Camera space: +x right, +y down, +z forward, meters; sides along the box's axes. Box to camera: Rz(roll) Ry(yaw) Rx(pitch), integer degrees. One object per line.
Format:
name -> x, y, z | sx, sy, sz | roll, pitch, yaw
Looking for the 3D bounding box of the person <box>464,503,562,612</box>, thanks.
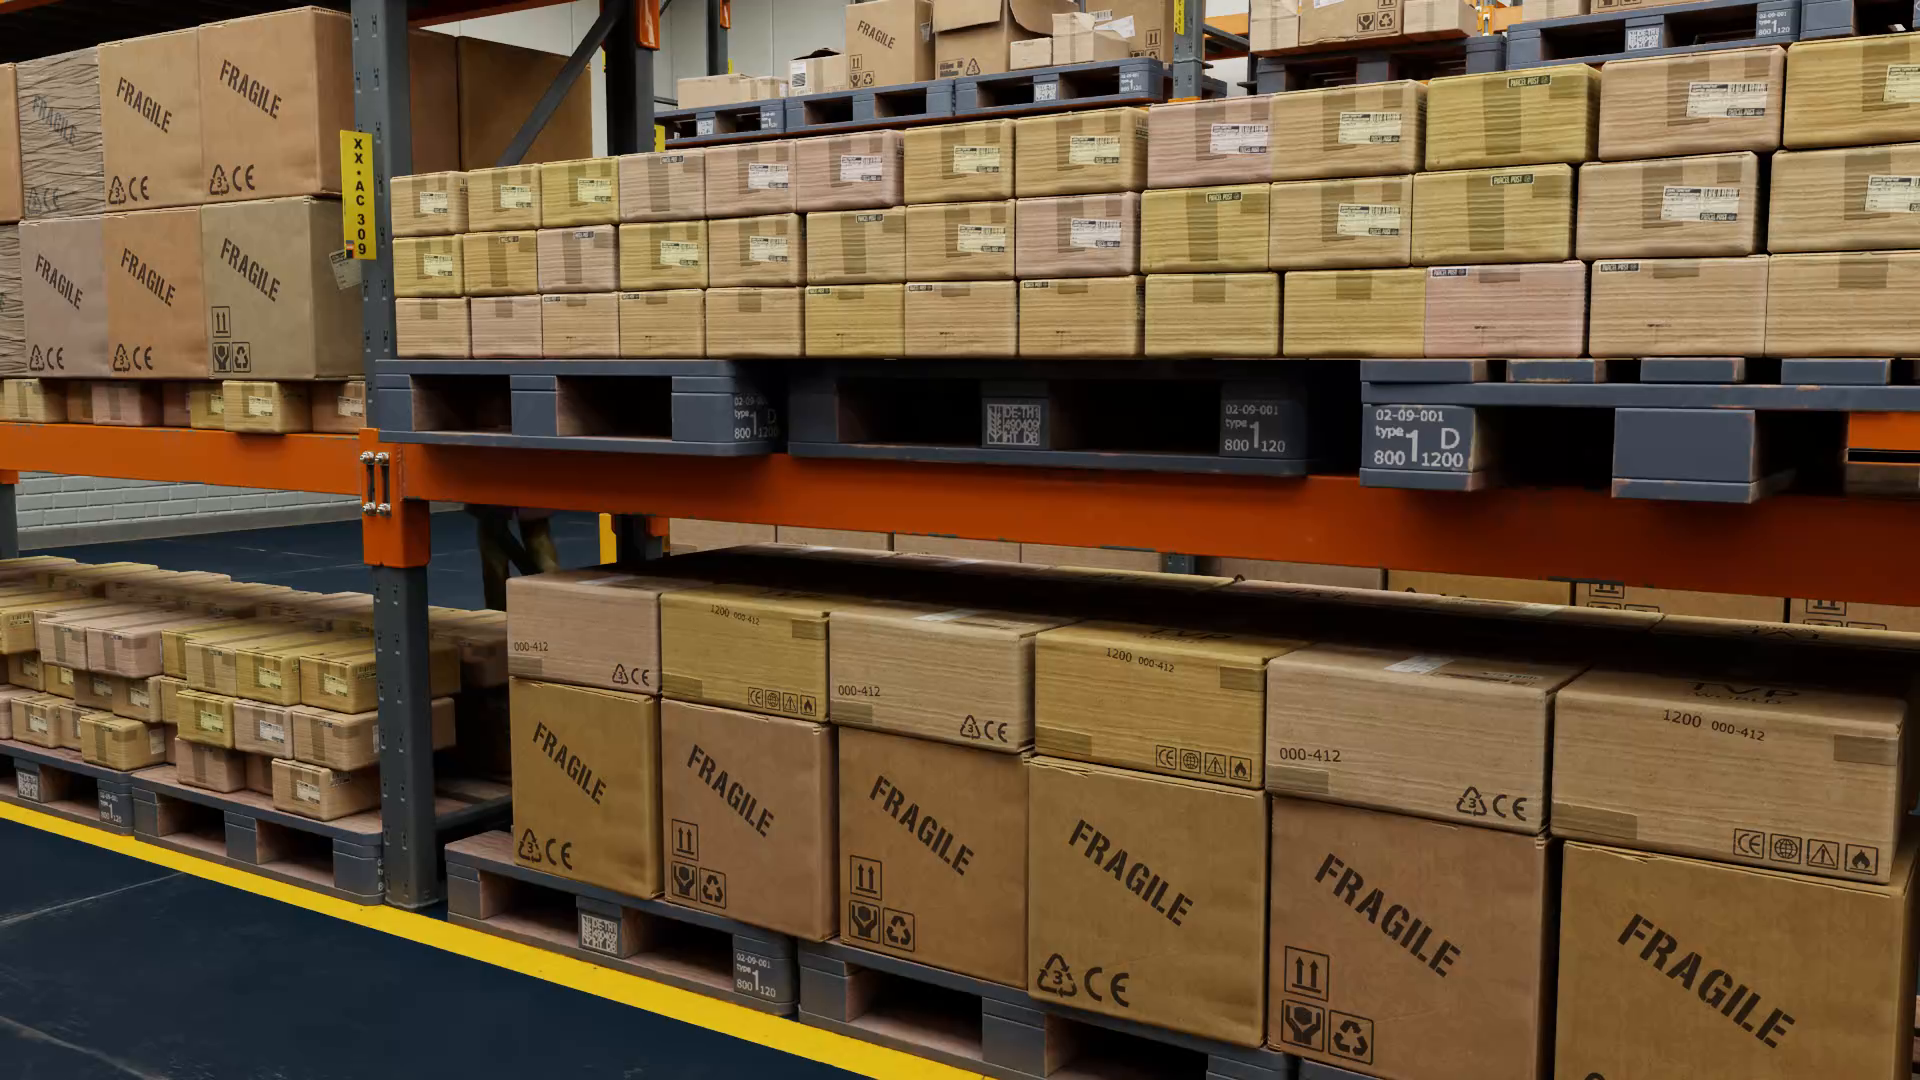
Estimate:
person -> -2.384, -0.358, 8.931 | 0.570, 1.752, 0.814 | -3, 7, -28
